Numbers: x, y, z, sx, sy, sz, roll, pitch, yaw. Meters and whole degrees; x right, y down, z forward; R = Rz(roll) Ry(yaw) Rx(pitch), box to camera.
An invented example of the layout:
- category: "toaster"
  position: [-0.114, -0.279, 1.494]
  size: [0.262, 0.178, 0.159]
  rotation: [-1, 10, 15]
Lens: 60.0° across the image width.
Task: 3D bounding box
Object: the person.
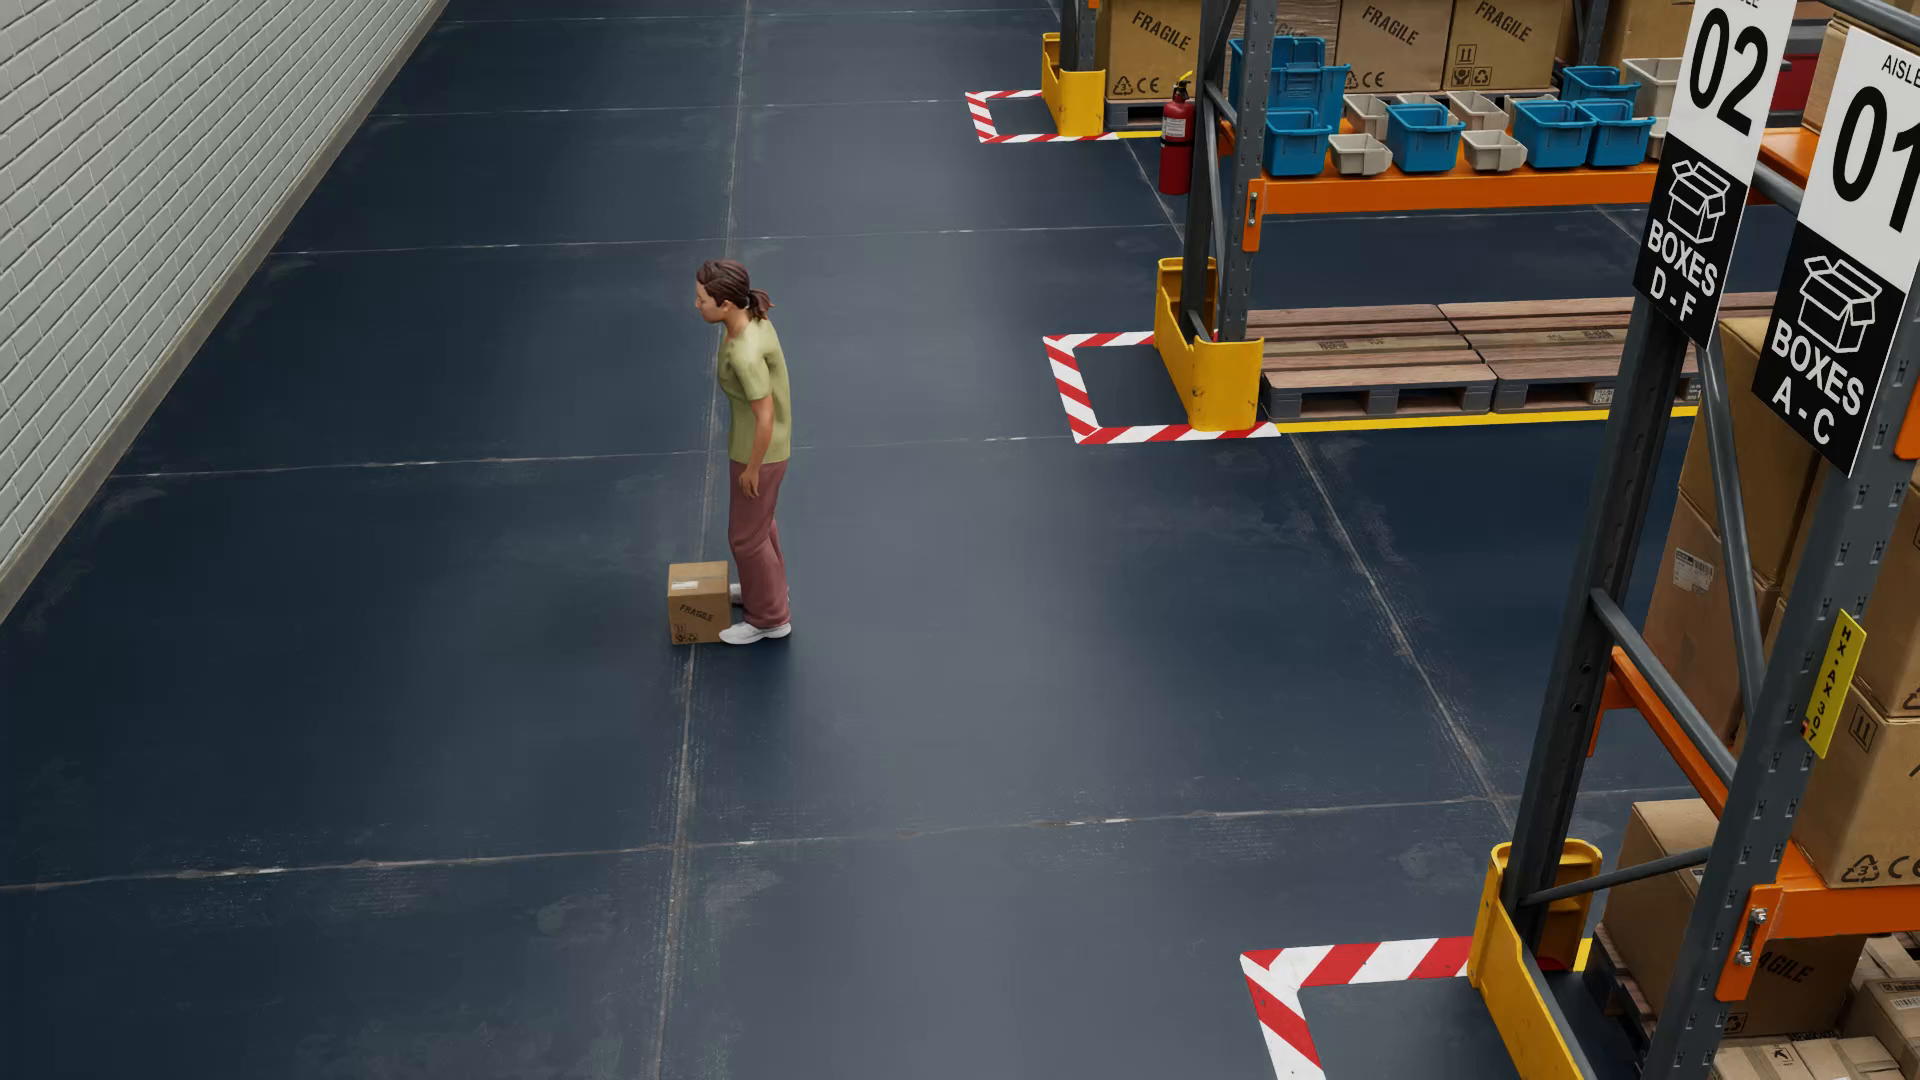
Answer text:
- category: "person"
  position: [-0.856, -0.359, 6.728]
  size: [0.363, 1.672, 0.498]
  rotation: [-4, 31, -6]
